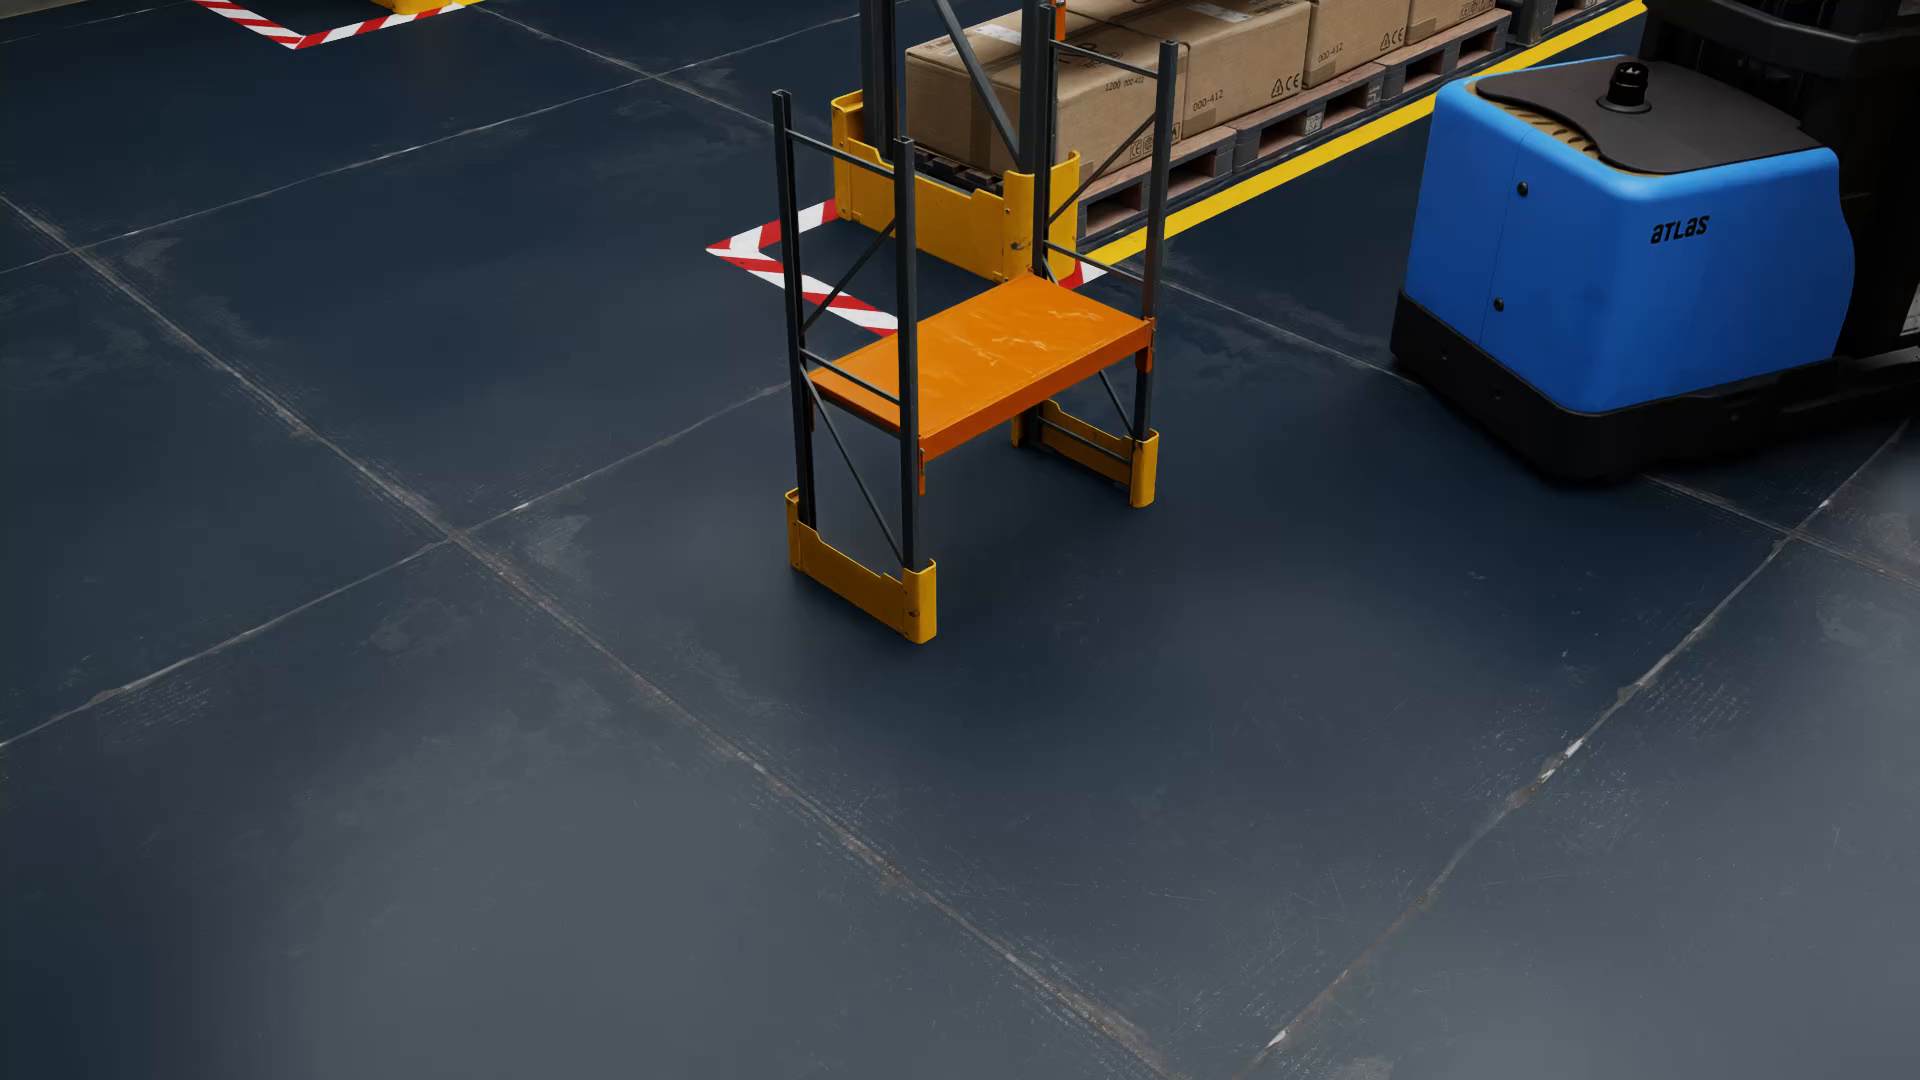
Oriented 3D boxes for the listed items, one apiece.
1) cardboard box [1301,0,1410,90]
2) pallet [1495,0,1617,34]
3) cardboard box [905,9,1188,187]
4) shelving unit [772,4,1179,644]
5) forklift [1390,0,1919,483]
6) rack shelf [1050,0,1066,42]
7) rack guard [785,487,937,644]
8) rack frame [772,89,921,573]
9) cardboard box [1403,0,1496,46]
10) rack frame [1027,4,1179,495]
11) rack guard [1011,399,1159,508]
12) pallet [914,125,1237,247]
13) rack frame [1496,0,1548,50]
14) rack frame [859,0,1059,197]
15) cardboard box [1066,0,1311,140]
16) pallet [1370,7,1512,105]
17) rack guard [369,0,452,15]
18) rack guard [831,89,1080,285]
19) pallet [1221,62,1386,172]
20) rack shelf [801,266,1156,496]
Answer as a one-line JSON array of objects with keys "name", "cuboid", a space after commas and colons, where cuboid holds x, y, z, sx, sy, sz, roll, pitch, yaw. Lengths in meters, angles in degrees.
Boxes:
[{"name": "cardboard box", "cuboid": [1.650, -2.685, 8.350, 0.875, 0.438, 0.875, 28, 44, 34]}, {"name": "pallet", "cuboid": [3.289, -3.338, 9.852, 1.003, 0.211, 1.213, 30, 45, 35]}, {"name": "cardboard box", "cuboid": [0.375, -1.944, 7.288, 0.875, 0.438, 0.875, 28, 44, 34]}, {"name": "shelving unit", "cuboid": [0.054, -0.646, 4.865, 0.587, 1.500, 1.083, 30, 45, 35]}, {"name": "forklift", "cuboid": [3.153, -1.925, 5.448, 3.031, 2.935, 1.130, -13, 37, -18]}, {"name": "rack shelf", "cuboid": [1.390, -3.032, 7.604, 1.077, 0.370, 4.000, 30, 45, 35]}, {"name": "rack guard", "cuboid": [-0.297, 0.069, 4.933, 0.587, 0.250, 0.087, 30, 45, 35]}, {"name": "rack frame", "cuboid": [-0.298, -0.443, 4.575, 0.500, 1.500, 0.032, 30, 45, 35]}, {"name": "cardboard box", "cuboid": [2.280, -3.048, 8.871, 0.875, 0.438, 0.875, 29, 44, 35]}, {"name": "rack frame", "cuboid": [0.418, -0.856, 5.167, 0.500, 1.500, 0.032, 30, 45, 35]}, {"name": "rack guard", "cuboid": [0.405, -0.336, 5.513, 0.587, 0.250, 0.087, 30, 45, 35]}, {"name": "pallet", "cuboid": [0.488, -1.727, 7.542, 1.003, 0.211, 1.213, 30, 45, 35]}, {"name": "rack frame", "cuboid": [2.799, -4.139, 8.562, 1.000, 3.000, 0.127, 30, 45, 35]}, {"name": "rack frame", "cuboid": [-0.019, -2.515, 6.234, 1.000, 3.000, 0.127, 30, 45, 35]}, {"name": "cardboard box", "cuboid": [1.013, -2.319, 7.826, 0.875, 0.438, 0.875, -29, 44, -34]}, {"name": "pallet", "cuboid": [2.208, -2.718, 8.962, 1.003, 0.211, 1.213, 30, 45, 35]}, {"name": "rack guard", "cuboid": [-3.491, -3.519, 9.859, 1.175, 0.500, 0.348, 30, 45, 35]}, {"name": "rack guard", "cuboid": [-0.036, -1.480, 6.935, 1.175, 0.500, 0.348, 30, 45, 35]}, {"name": "pallet", "cuboid": [1.348, -2.220, 8.249, 1.003, 0.211, 1.213, 30, 45, 35]}, {"name": "rack shelf", "cuboid": [0.060, -0.502, 4.974, 0.538, 0.185, 1.000, 30, 45, 35]}]
